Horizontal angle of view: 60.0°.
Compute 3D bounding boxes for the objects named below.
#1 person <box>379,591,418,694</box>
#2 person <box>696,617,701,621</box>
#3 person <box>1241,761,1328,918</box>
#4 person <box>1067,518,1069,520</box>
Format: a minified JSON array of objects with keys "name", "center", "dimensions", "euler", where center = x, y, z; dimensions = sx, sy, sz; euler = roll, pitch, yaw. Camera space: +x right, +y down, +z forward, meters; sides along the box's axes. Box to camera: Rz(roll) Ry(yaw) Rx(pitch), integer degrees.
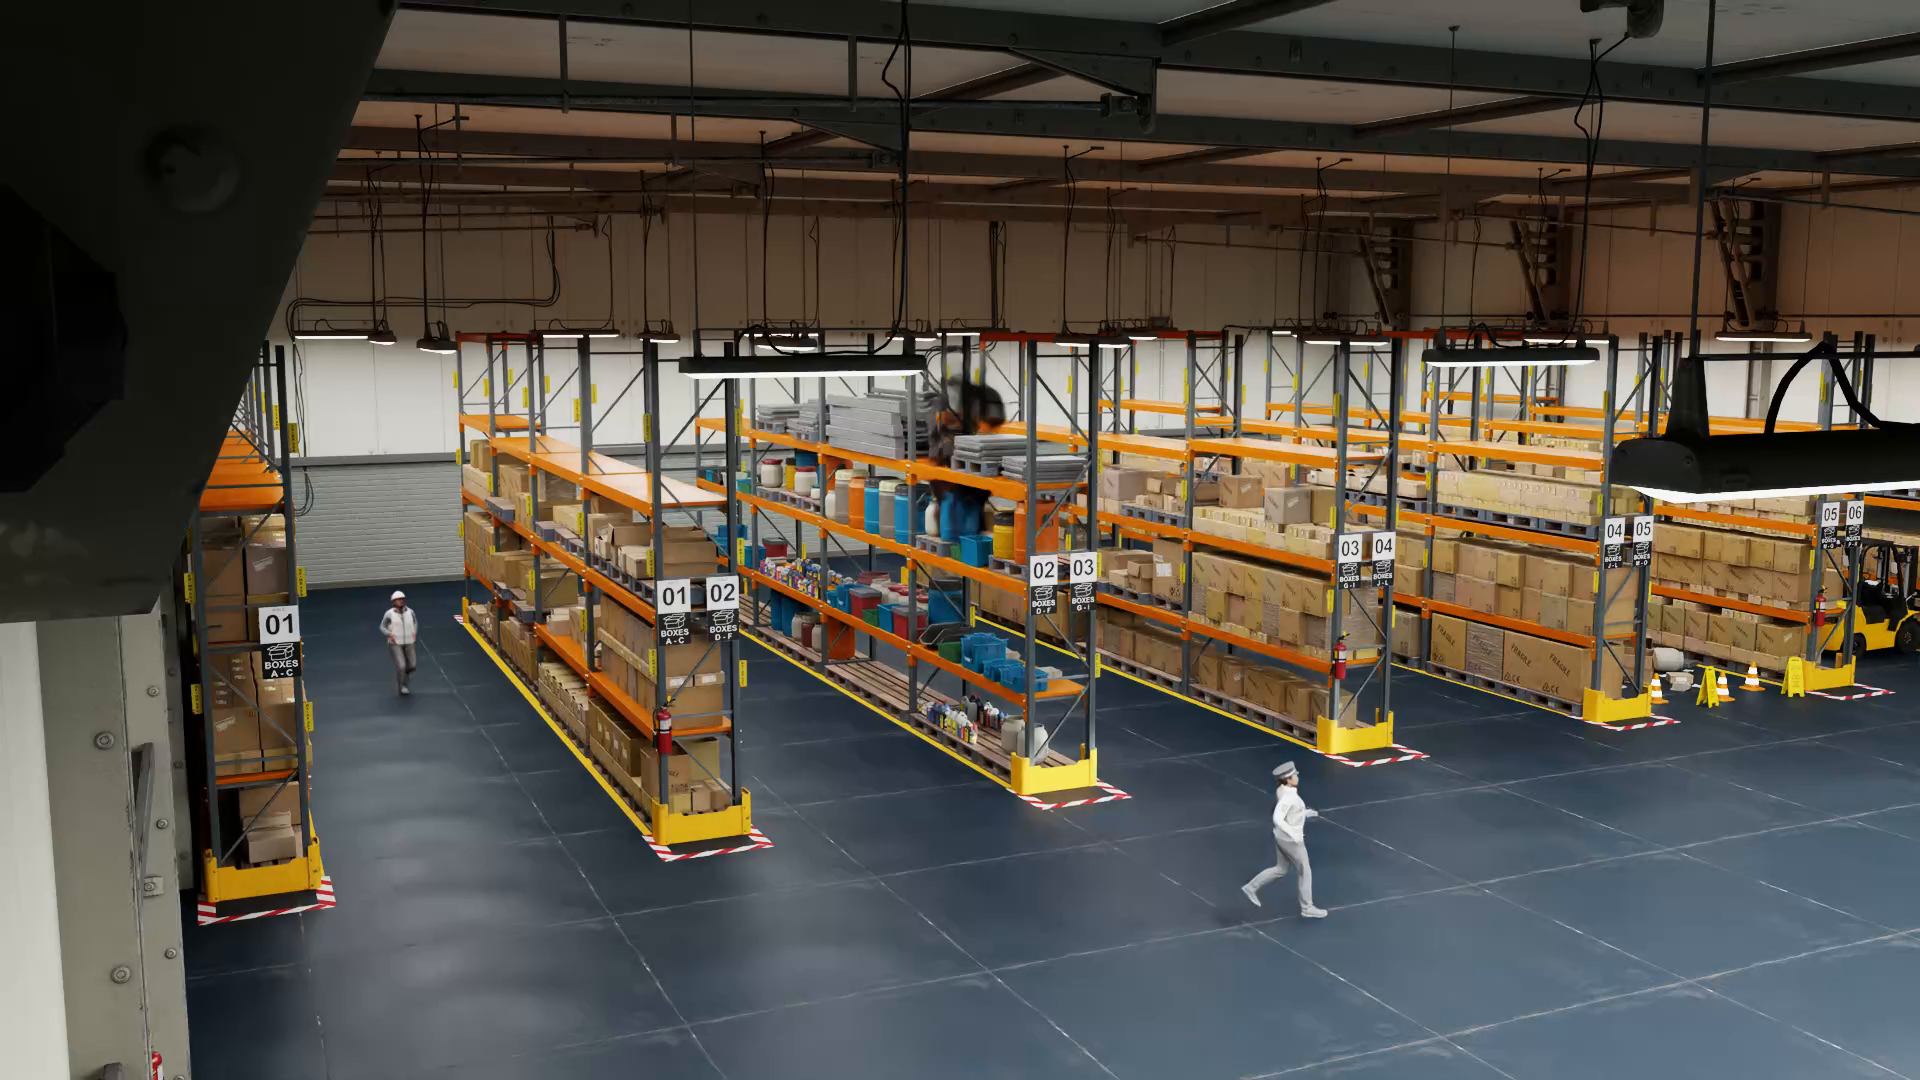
[{"name":"person","center":[-9.388,1.718,27.946],"dimensions":[0.657,1.721,0.571],"euler":[-6,10,-36]},{"name":"person","center":[-4.853,1.450,29.789],"dimensions":[0.608,1.816,0.747],"euler":[-5,9,-31]},{"name":"person","center":[3.442,3.142,17.480],"dimensions":[0.887,1.671,0.622],"euler":[0,8,-2]},{"name":"person","center":[2.508,0.253,39.107],"dimensions":[0.661,1.612,0.563],"euler":[-2,8,-11]}]
